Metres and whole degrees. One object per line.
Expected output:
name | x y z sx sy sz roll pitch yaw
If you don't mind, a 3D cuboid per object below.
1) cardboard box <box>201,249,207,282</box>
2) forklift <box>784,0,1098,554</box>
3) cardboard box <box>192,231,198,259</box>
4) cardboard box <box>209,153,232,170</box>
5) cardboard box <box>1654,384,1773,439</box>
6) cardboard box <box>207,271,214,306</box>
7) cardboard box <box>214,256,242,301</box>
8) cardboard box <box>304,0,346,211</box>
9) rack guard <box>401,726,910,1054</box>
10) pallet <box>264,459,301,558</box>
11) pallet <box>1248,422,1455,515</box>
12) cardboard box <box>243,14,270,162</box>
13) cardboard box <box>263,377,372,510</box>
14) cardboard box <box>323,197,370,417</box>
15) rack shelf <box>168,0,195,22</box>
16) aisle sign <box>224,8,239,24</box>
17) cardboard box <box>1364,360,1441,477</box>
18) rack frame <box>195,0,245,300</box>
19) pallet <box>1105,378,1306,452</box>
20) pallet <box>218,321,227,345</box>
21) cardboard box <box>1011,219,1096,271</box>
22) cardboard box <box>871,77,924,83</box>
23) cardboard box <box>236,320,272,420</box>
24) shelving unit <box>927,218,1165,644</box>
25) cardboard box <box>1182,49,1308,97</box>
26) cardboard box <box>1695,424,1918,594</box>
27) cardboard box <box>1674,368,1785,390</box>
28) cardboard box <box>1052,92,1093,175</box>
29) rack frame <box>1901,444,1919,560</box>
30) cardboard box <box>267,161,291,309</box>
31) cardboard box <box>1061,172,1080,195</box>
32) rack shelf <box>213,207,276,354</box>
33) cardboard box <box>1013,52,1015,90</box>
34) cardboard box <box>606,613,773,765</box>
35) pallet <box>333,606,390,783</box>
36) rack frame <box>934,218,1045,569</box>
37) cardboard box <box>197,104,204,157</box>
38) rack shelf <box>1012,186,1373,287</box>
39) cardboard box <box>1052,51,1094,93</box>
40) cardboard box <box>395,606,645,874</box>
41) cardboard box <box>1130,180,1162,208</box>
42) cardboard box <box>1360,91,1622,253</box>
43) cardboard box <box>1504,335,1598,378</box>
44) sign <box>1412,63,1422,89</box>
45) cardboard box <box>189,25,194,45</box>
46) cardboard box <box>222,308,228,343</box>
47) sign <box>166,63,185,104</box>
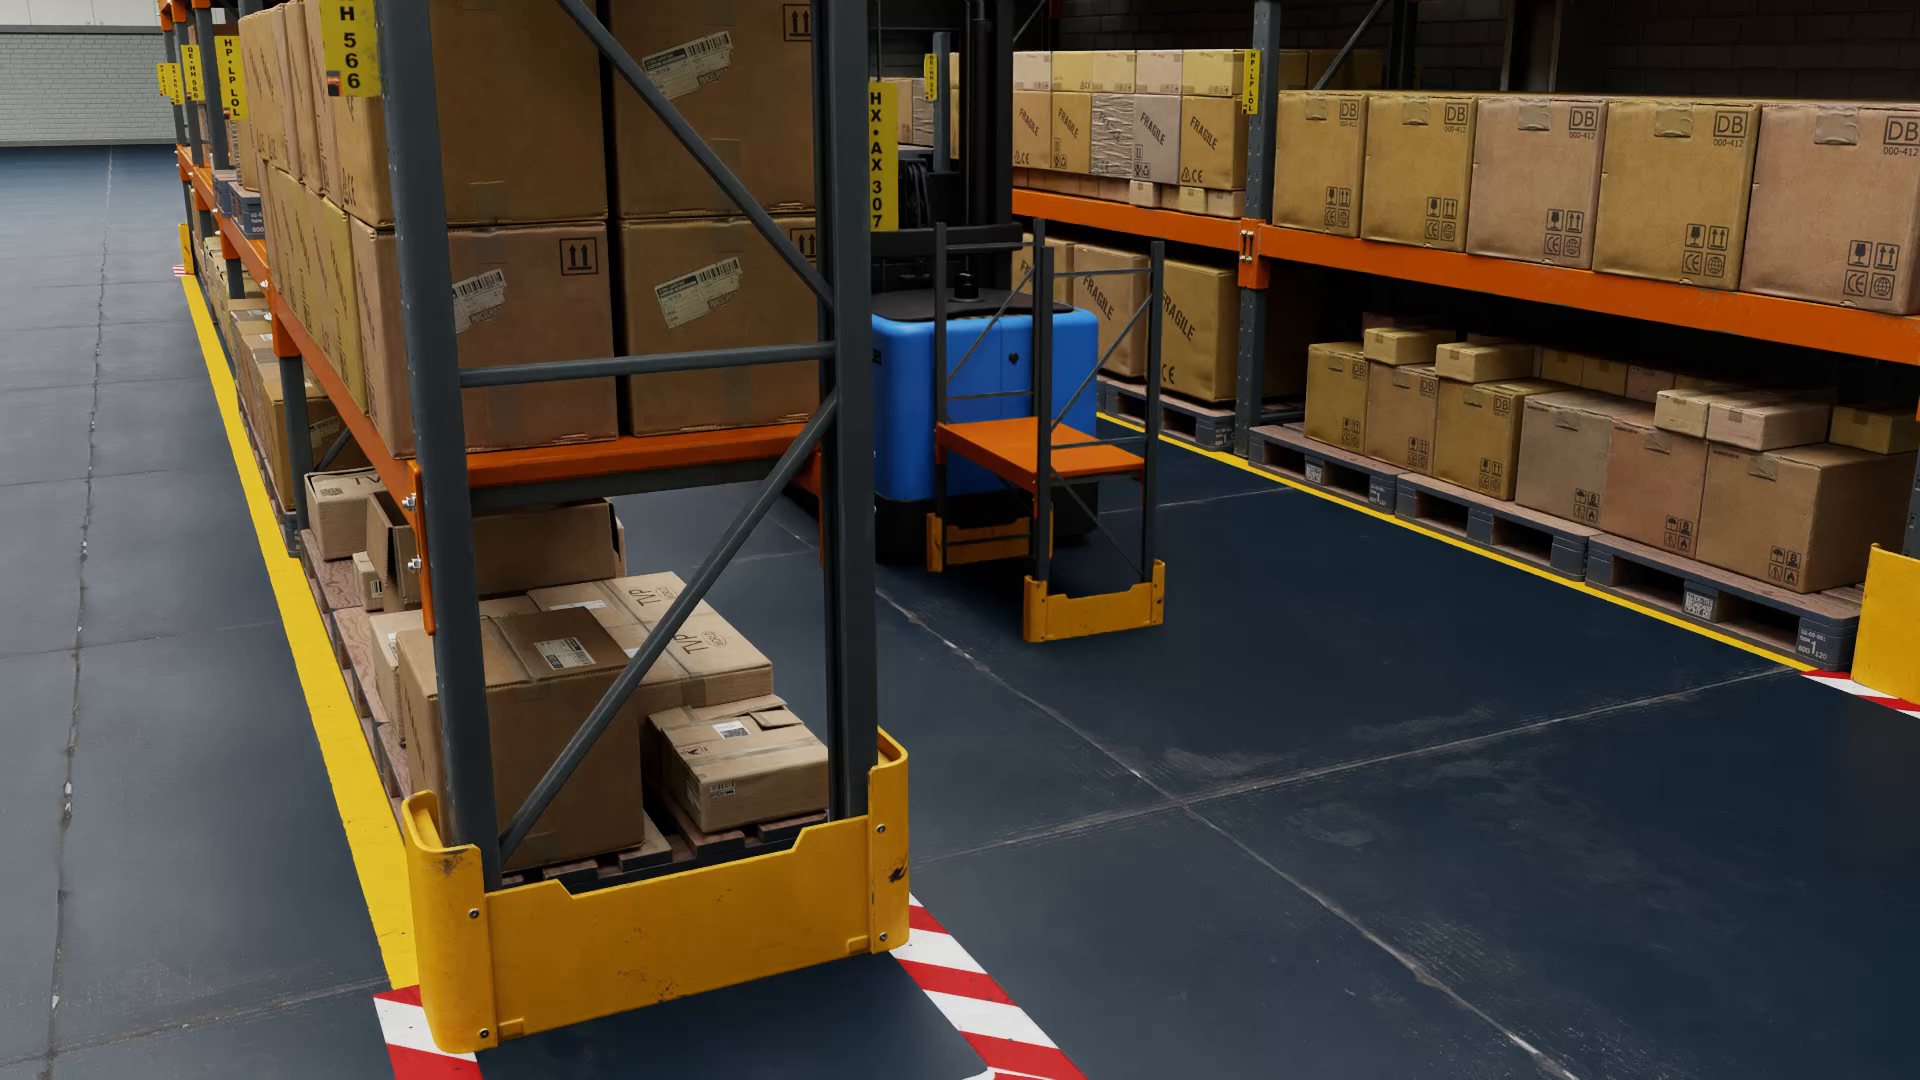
cardboard box | -6.773 -2.568 15.485 0.500 0.250 0.500 -8 18 -25
forklift | -0.408 -1.710 8.396 1.130 2.935 3.031 -7 17 -22
cardboard box | -7.648 -3.064 17.214 0.500 0.250 0.500 -8 18 -25
cardboard box | -5.727 -2.987 13.176 0.380 0.149 0.250 -8 18 -25
cardboard box | 3.048 -0.523 6.729 0.380 0.149 0.250 -7 17 -23
cardboard box | -5.977 -2.102 13.862 0.500 0.250 0.500 -8 18 -26
cardboard box | -5.299 -1.988 12.447 0.500 0.311 0.500 -7 17 -23
cardboard box | -1.338 -1.107 4.178 0.500 0.500 0.500 -7 17 -23
rack guard | -0.707 0.806 4.035 1.175 0.500 0.348 -8 18 -25
pallet | -2.817 -0.225 8.152 1.003 0.211 1.213 -8 18 -25
pallet | 2.288 -0.429 8.864 1.003 0.211 1.213 -8 18 -25
cardboard box | -2.246 -1.618 5.958 0.500 0.500 0.500 -8 18 -27
cardboard box | -2.900 -0.466 7.670 0.500 0.500 0.500 -8 18 -25
cardboard box | -1.345 -0.631 4.330 0.500 0.500 0.500 -7 18 -24
rack shelf | -5.055 -3.952 11.950 1.077 0.370 4.000 -8 18 -25
aisle sign | -7.448 -5.645 17.271 0.394 0.787 0.004 -8 18 -25
cardboard box | 2.478 -0.645 8.332 0.700 0.500 0.500 -8 18 -25
rack frame | -4.179 -2.360 10.537 1.000 3.000 0.127 -8 18 -25
pallet | 1.619 -0.810 10.189 1.003 0.211 1.213 -8 18 -25
pallet | -5.573 -1.834 13.758 1.003 0.211 1.213 -8 18 -25
cardboard box | 0.477 -1.930 12.174 0.750 0.750 0.750 -8 18 -26
cardboard box | -0.508 -3.641 14.021 0.700 0.500 0.500 -8 18 -25
cardboard box | -3.787 -0.969 9.422 0.500 0.500 0.500 -8 18 -26
shelving unit | 0.329 -0.490 6.740 0.587 1.500 1.083 -7 17 -22
cardboard box | 1.590 -2.614 9.305 0.500 0.250 0.500 -7 18 -24
cardboard box | 3.381 -0.138 6.563 0.700 0.500 0.500 -8 18 -25
cardboard box | 3.284 -0.630 7.104 0.380 0.149 0.250 -7 18 -24
cardboard box | 0.928 -2.627 10.709 0.500 0.500 0.500 -7 17 -23
rack frame | 3.777 -0.976 5.714 1.000 3.000 0.127 -8 18 -25
cardboard box | -2.221 -1.130 6.071 0.500 0.500 0.500 -7 18 -24
cardboard box | 0.890 -2.360 10.955 0.380 0.149 0.250 -8 18 -25
rack shelf | -3.303 -1.518 8.908 1.077 0.370 4.000 -8 18 -25
cardboard box | 0.476 -3.244 11.500 0.500 0.250 0.500 -8 18 -26
cardboard box | -0.876 0.441 4.964 0.500 0.250 0.500 -8 18 -25
pallet | -1.588 0.446 5.816 1.003 0.211 1.213 -8 18 -25
rack frame | 0.127 -0.622 7.198 0.500 1.500 0.032 -7 17 -22
cardboard box | -6.584 -3.764 15.248 0.700 0.500 0.500 -7 18 -24
rack shelf | 1.149 -2.118 10.997 1.077 0.370 4.000 -8 18 -25
cardboard box | 0.928 -2.995 10.631 0.500 0.250 0.500 -8 18 -26
cardboard box | -1.134 0.509 4.275 0.500 0.500 0.500 -8 18 -25
cardboard box | 1.249 -2.094 10.029 0.380 0.149 0.250 -8 18 -25
cardboard box | 2.563 -1.794 8.020 0.980 0.700 0.700 -8 18 -26
cardboard box | 2.834 -0.884 7.986 0.380 0.149 0.250 -7 18 -24
sign | 2.523 -2.489 9.275 0.100 0.325 0.005 -8 18 -25
cardboard box | -6.354 -4.258 14.617 0.700 0.500 0.500 -8 18 -25
cardboard box | -5.075 -1.594 12.090 0.500 0.250 0.500 -7 18 -24
sign | -6.429 -3.739 13.628 0.100 0.325 0.005 -8 18 -25
